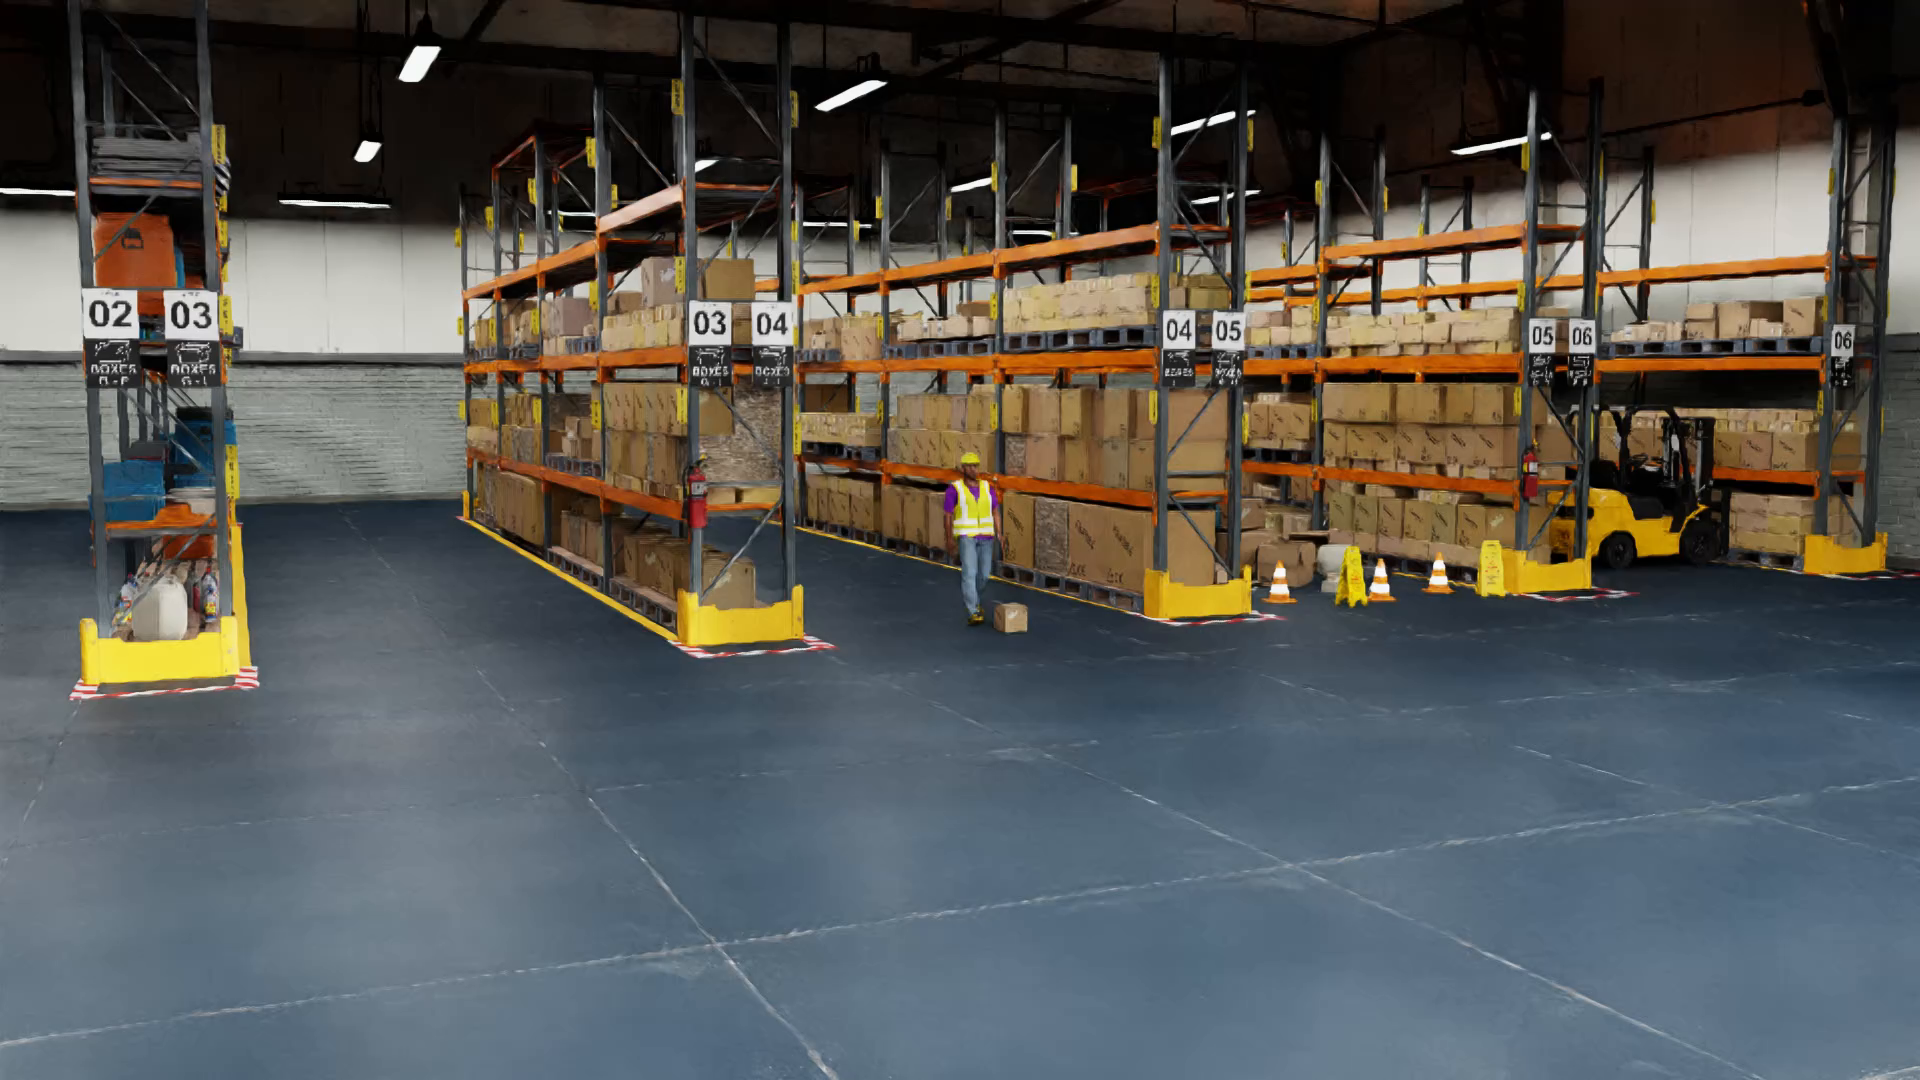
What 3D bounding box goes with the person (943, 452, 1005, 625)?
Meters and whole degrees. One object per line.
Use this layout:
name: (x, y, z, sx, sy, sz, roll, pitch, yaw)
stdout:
person: (0.169, -0.024, 16.988, 0.570, 1.738, 0.908, -2, 6, -23)
